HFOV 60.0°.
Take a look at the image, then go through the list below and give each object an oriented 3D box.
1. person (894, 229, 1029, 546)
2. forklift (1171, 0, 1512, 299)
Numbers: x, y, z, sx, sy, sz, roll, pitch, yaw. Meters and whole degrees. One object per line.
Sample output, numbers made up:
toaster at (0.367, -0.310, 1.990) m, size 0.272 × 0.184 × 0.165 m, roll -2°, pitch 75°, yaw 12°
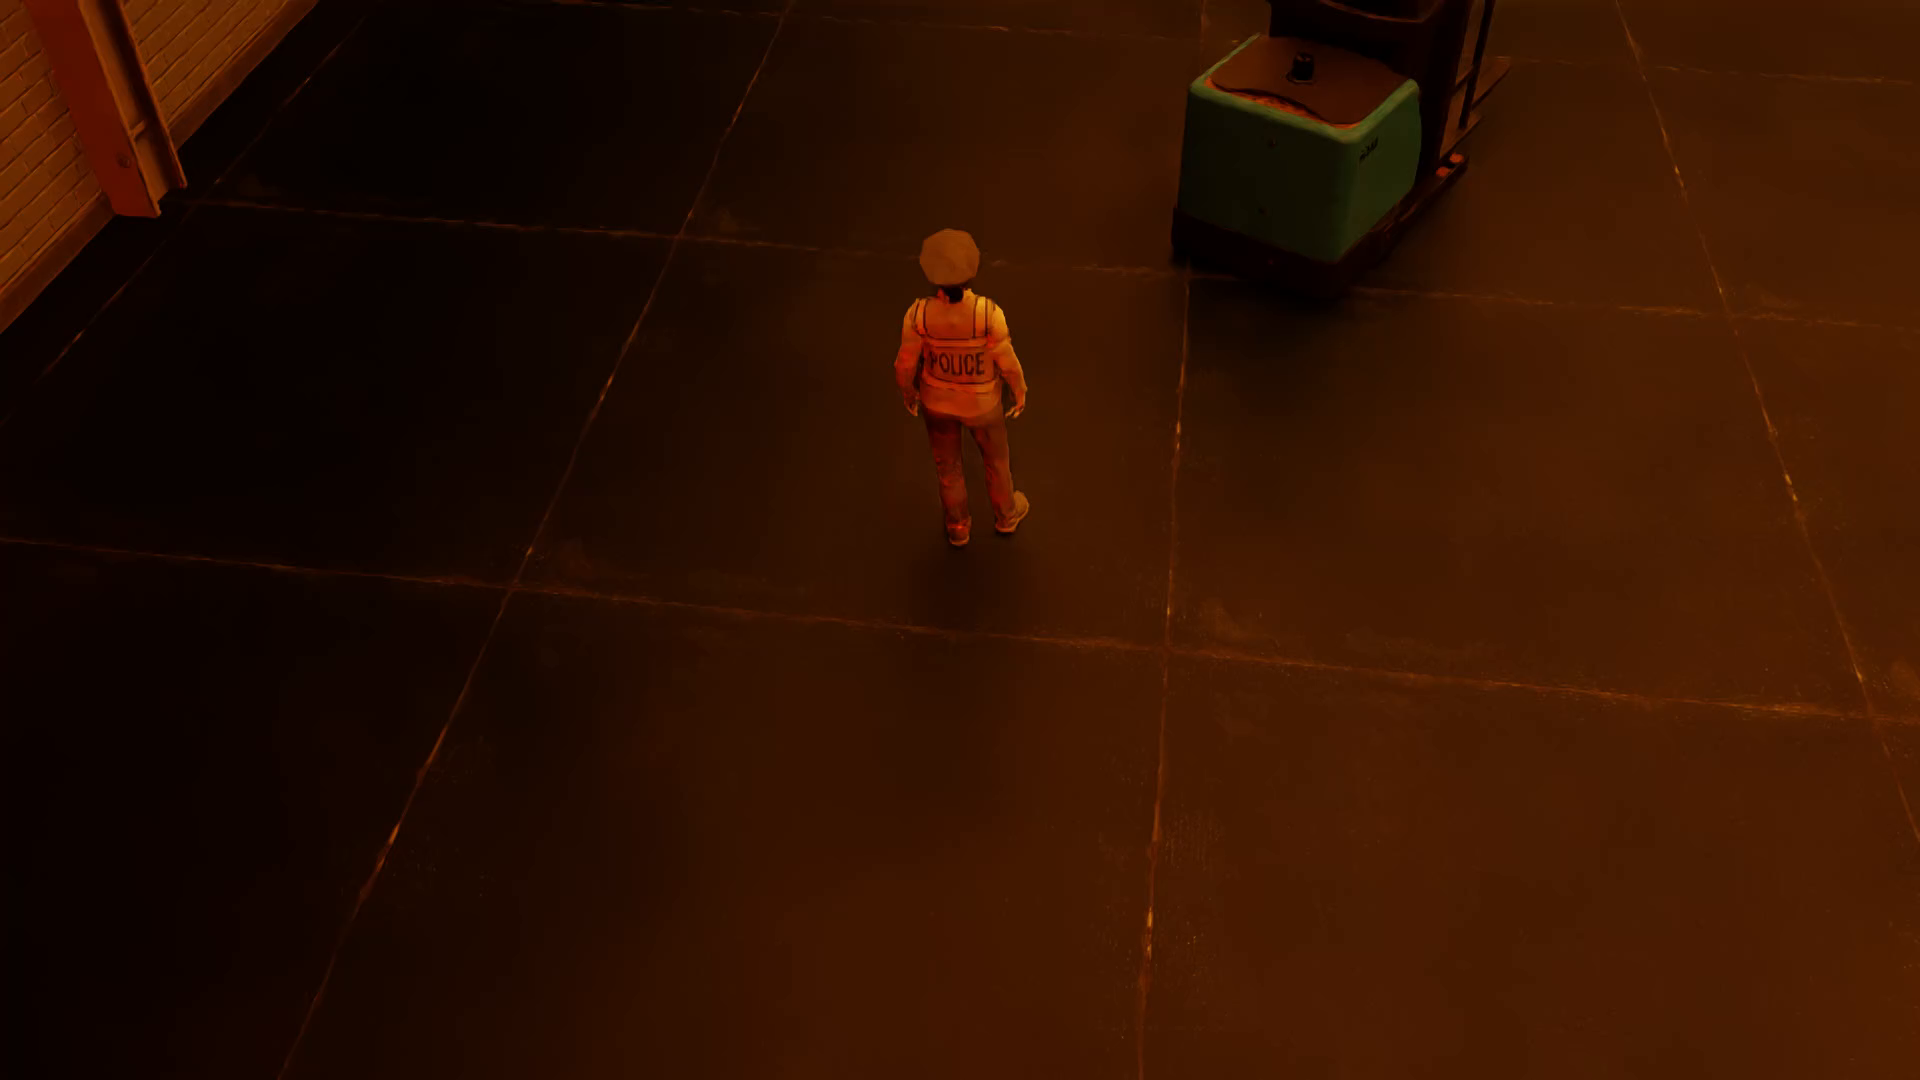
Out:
person at (0.016, -0.674, 7.361) m, size 0.586 × 1.695 × 0.533 m, roll 5°, pitch 43°, yaw 6°
forklift at (2.494, -3.374, 9.397) m, size 1.130 × 2.935 × 3.031 m, roll 26°, pitch 49°, yaw 25°
